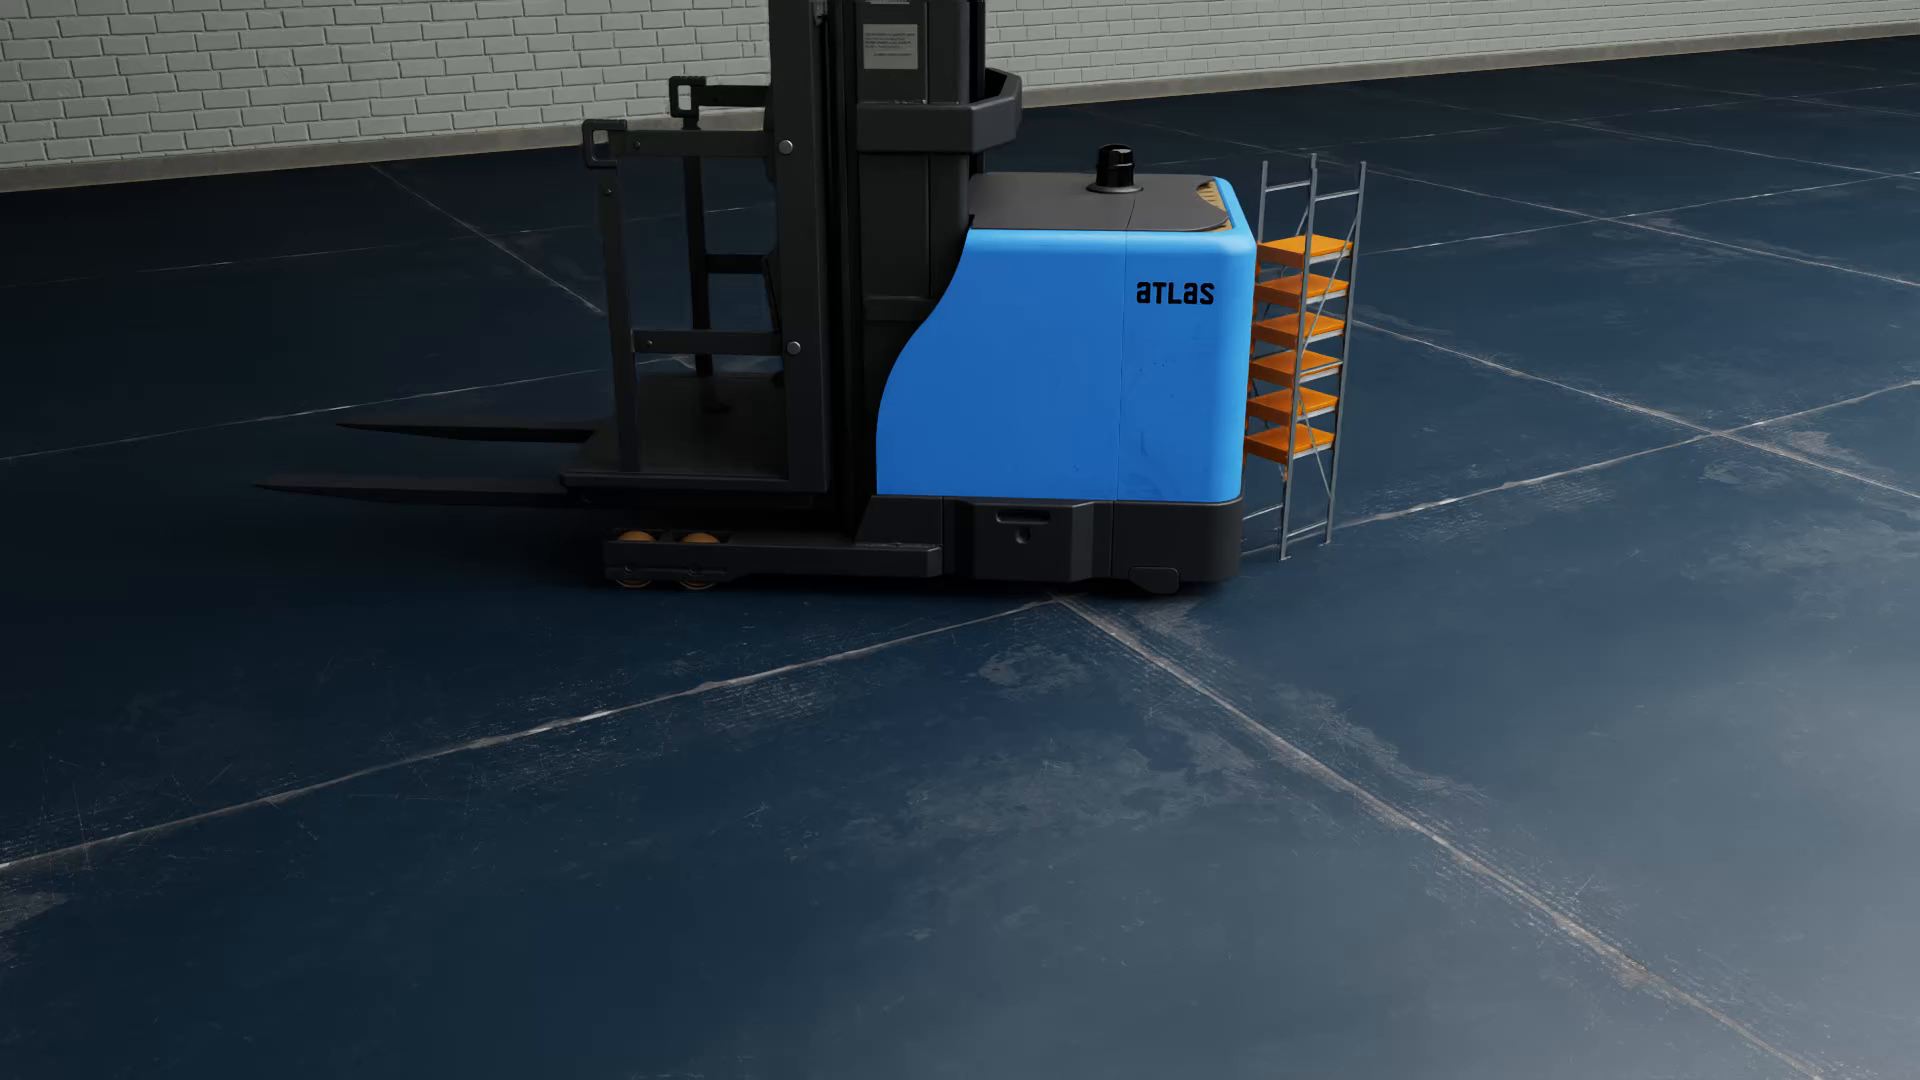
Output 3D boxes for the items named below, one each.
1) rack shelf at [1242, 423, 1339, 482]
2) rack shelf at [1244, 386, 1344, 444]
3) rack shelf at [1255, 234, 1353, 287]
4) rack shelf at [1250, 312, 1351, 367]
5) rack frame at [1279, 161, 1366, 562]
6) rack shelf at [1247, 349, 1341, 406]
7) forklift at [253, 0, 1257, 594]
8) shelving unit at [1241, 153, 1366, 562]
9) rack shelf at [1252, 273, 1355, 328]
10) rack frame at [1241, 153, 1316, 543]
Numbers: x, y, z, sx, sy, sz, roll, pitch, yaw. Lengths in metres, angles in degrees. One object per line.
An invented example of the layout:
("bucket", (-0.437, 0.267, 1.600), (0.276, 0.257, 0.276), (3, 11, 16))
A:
("rack shelf", (1.023, -0.279, 5.159), (0.258, 0.103, 0.180), (-17, 28, -36))
("rack shelf", (1.024, -0.390, 5.113), (0.258, 0.103, 0.180), (-17, 28, -36))
("rack shelf", (1.026, -0.835, 4.932), (0.258, 0.103, 0.180), (-17, 28, -36))
("rack shelf", (1.025, -0.613, 5.023), (0.258, 0.103, 0.180), (-17, 28, -36))
("rack frame", (1.083, -0.516, 4.986), (0.240, 1.200, 0.006), (-17, 28, -36))
("rack shelf", (1.024, -0.502, 5.068), (0.258, 0.103, 0.180), (-17, 28, -36))
("forklift", (-0.655, -1.406, 4.877), (3.031, 2.935, 1.130), (2, 22, 4))
("shelving unit", (1.024, -0.543, 5.051), (0.258, 1.200, 0.189), (-17, 28, -36))
("rack shelf", (1.025, -0.724, 4.978), (0.258, 0.103, 0.180), (-17, 28, -36))
("rack frame", (0.966, -0.570, 5.117), (0.240, 1.200, 0.006), (-17, 28, -36))
